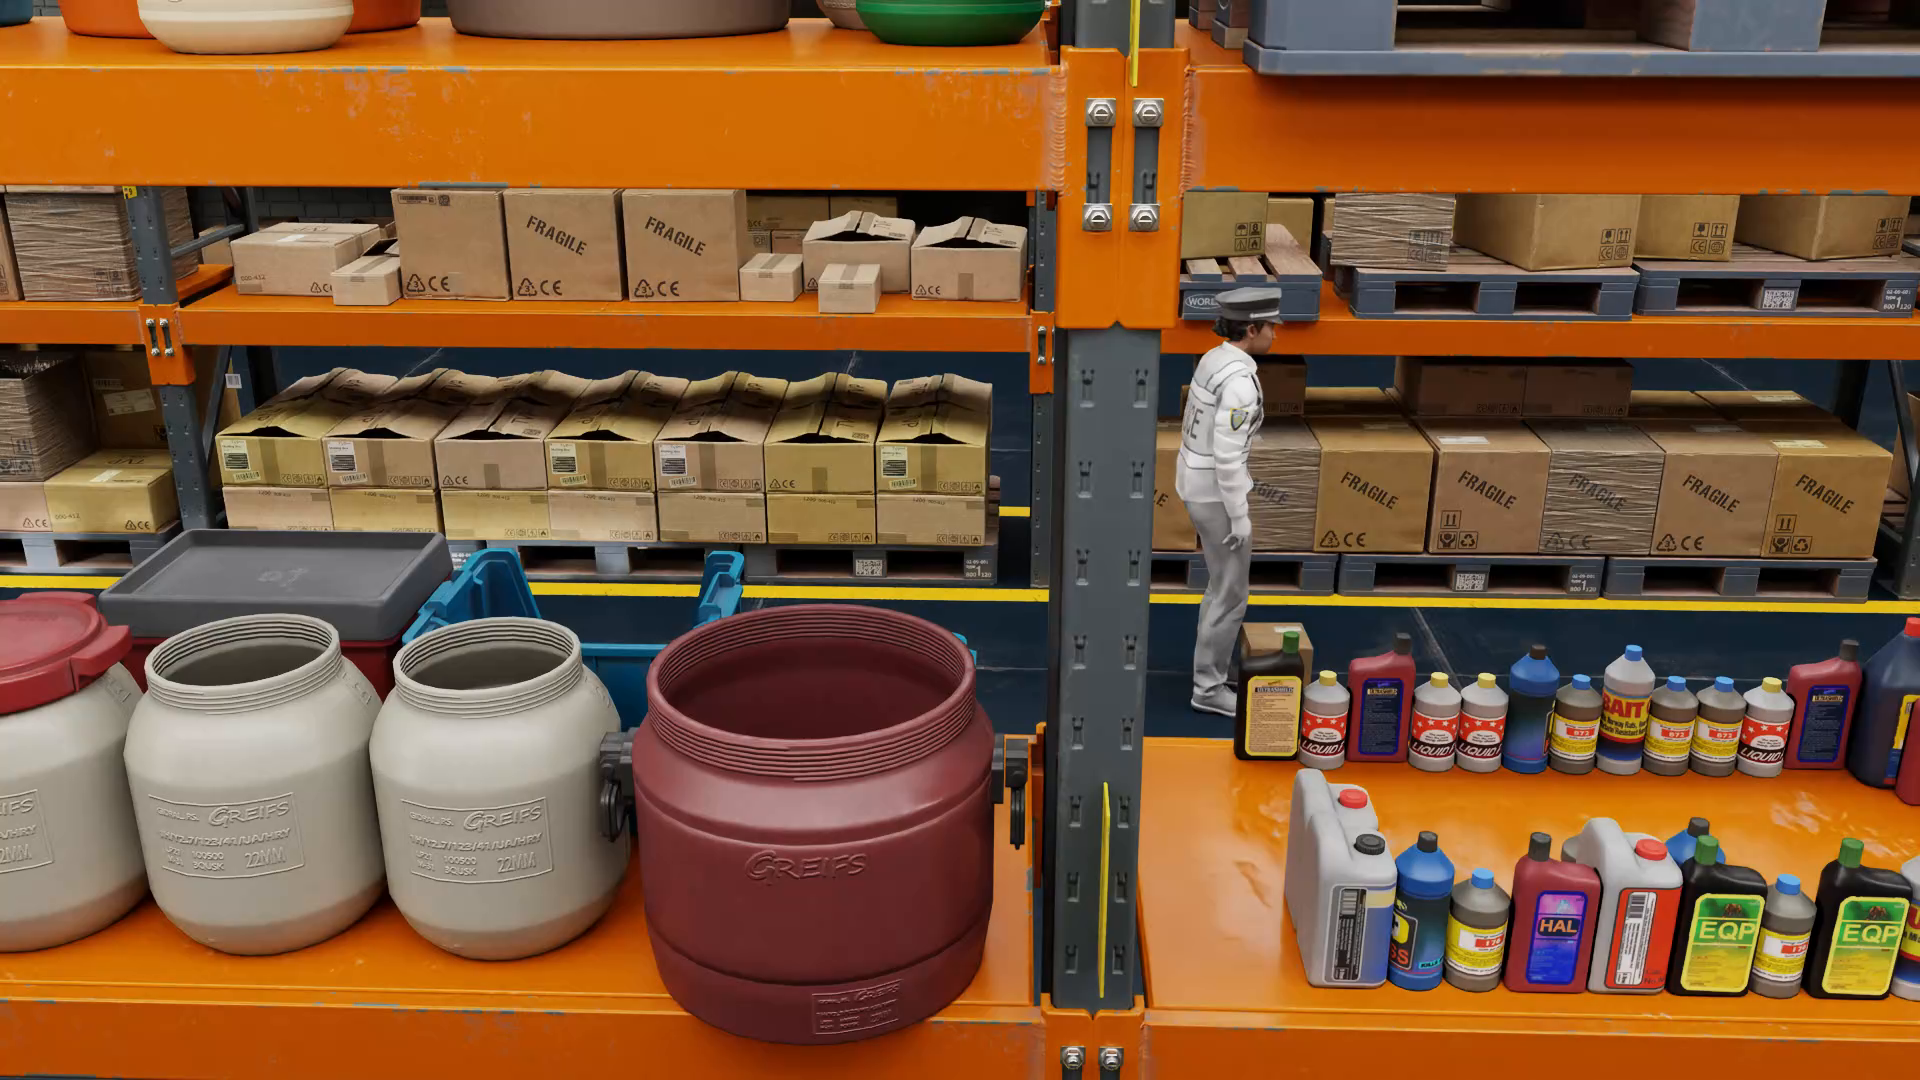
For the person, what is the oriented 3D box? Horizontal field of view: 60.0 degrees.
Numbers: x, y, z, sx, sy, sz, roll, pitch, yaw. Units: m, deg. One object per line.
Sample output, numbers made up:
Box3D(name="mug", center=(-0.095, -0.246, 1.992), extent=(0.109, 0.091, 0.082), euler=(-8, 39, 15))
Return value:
Box3D(name="person", center=(1.053, -0.160, 6.496), extent=(0.414, 1.662, 0.531), euler=(0, 21, -1))
